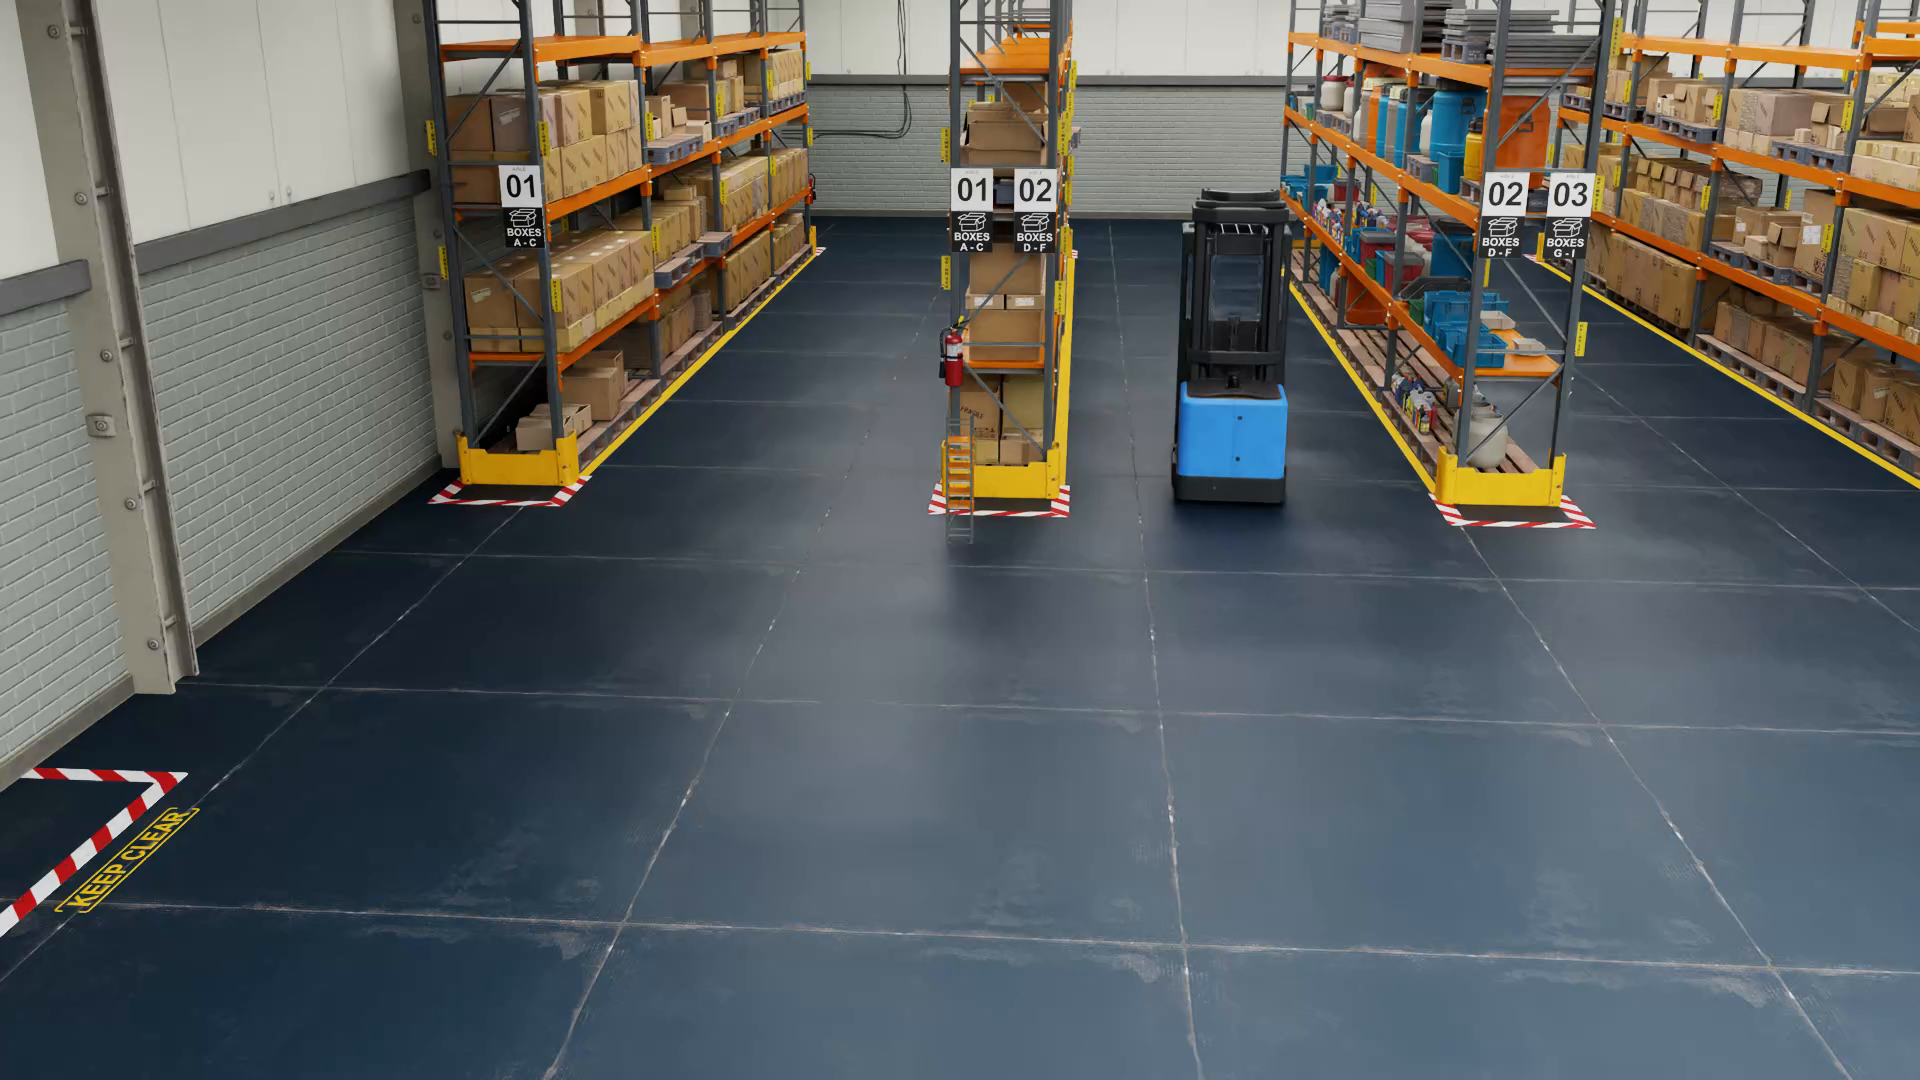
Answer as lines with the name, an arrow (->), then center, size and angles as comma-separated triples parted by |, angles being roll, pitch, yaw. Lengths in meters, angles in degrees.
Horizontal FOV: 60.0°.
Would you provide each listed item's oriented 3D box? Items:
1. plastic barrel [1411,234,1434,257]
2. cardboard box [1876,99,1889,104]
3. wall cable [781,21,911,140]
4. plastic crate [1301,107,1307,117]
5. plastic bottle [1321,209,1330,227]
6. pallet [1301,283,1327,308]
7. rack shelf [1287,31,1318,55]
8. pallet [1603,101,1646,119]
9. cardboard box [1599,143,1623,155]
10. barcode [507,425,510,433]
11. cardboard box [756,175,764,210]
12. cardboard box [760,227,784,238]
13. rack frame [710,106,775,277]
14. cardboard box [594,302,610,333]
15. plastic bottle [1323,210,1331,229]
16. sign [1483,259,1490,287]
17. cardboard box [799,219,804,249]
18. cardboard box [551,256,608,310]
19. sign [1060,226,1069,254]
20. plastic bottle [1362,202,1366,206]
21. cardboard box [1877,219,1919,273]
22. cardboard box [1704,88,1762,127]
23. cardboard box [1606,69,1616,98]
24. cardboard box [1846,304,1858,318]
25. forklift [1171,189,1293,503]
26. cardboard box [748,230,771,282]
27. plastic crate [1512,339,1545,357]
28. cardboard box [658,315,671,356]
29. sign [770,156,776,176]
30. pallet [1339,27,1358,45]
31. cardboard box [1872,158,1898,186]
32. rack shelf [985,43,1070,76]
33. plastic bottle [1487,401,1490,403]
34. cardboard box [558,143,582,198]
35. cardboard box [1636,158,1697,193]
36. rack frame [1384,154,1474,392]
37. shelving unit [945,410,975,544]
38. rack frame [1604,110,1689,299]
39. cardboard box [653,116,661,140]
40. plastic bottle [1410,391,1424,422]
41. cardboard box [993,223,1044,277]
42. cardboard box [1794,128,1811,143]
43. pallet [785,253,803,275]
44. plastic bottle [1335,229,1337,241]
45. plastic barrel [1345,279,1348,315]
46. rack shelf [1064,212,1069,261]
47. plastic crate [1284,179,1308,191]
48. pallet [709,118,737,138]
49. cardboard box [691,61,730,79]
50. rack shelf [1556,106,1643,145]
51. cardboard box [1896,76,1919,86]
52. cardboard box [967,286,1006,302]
plastic barrel -> 5.979, -3.620, 21.264 | 0.433, 0.535, 0.433 | 0, 18, 0
cardboard box -> 16.026, -7.407, 28.461 | 0.500, 0.250, 0.500 | 1, 18, 2
wall cable -> -2.621, -10.108, 36.632 | 3.097, 2.526, 0.112 | 1, 18, 4
plastic crate -> 5.924, -7.224, 28.086 | 0.293, 0.136, 0.466 | 1, 18, 4
plastic bottle -> 5.733, -5.039, 26.009 | 0.152, 0.276, 0.135 | 1, 18, 4
pallet -> 6.115, -3.957, 26.986 | 1.003, 0.211, 1.213 | 1, 18, 4
rack shelf -> 6.356, -8.460, 28.416 | 1.077, 0.370, 4.000 | 1, 18, 4
pallet -> 11.222, -7.047, 27.264 | 1.003, 0.211, 1.213 | 1, 18, 4
cardboard box -> 11.666, -6.921, 30.115 | 0.500, 0.500, 0.500 | 2, 18, 5
barcode -> -4.788, -1.178, 17.624 | 0.001, 0.075, 0.075 | 1, 18, 4
cardboard box -> -3.478, -5.632, 26.951 | 0.500, 0.500, 0.500 | 1, 18, 4
cardboard box -> -3.307, -5.394, 29.192 | 0.380, 0.149, 0.250 | 2, 18, 6
rack frame -> -3.669, -5.742, 27.955 | 1.000, 3.000, 0.127 | 1, 18, 4
cardboard box -> -4.112, -2.417, 18.018 | 0.500, 0.250, 0.500 | 1, 18, 3
plastic bottle -> 5.716, -4.967, 25.789 | 0.152, 0.276, 0.135 | 1, 18, 4
sign -> 6.187, -3.152, 19.606 | 0.100, 0.325, 0.005 | 1, 18, 4
cardboard box -> -3.333, -5.776, 31.400 | 0.700, 0.500, 0.500 | 1, 18, 4
cardboard box -> -4.107, -2.764, 17.874 | 0.500, 0.500, 0.500 | 1, 18, 2
sign -> 1.252, -3.585, 19.855 | 0.100, 0.325, 0.005 | 1, 18, 4
plastic bottle -> 6.506, -5.332, 26.904 | 0.152, 0.276, 0.135 | 1, 18, 4
cardboard box -> 10.222, -3.145, 17.785 | 0.500, 0.500, 0.500 | 1, 18, 4
cardboard box -> 10.838, -6.033, 23.186 | 0.797, 0.503, 0.637 | 2, 18, 7
cardboard box -> 11.371, -7.700, 28.120 | 0.700, 0.500, 0.500 | 2, 18, 6
cardboard box -> 10.242, -2.590, 18.741 | 0.380, 0.149, 0.250 | 1, 18, 4
forklift -> 2.800, -2.166, 17.154 | 1.130, 2.935, 3.031 | 2, 18, 7
cardboard box -> -3.586, -4.715, 27.599 | 0.750, 0.750, 0.750 | 1, 18, 5
plastic crate -> 5.737, -1.939, 16.773 | 0.298, 0.136, 0.250 | 1, 18, 4
cardboard box -> -4.220, -2.669, 21.885 | 0.700, 0.500, 0.500 | 1, 18, 3
sign -> -3.127, -6.245, 27.759 | 0.100, 0.325, 0.005 | 1, 18, 4
pallet -> 6.008, -7.072, 23.328 | 1.213, 0.211, 1.003 | 1, 18, 4
cardboard box -> 10.258, -3.981, 18.005 | 0.500, 0.250, 0.500 | 1, 18, 3
rack shelf -> 0.842, -6.088, 21.174 | 1.077, 0.370, 4.000 | 1, 18, 4
plastic bottle -> 5.825, -1.400, 18.379 | 0.097, 0.271, 0.097 | 0, 18, 0
cardboard box -> -4.182, -3.761, 16.902 | 0.500, 0.500, 0.500 | 2, 18, 8
cardboard box -> 11.115, -5.735, 26.165 | 0.797, 0.503, 0.637 | 1, 18, 2
rack frame -> 5.639, -3.036, 19.697 | 1.000, 3.000, 0.127 | 1, 18, 4
shelving unit -> -0.001, -0.566, 15.049 | 0.258, 1.200, 0.189 | 1, 18, 4
rack frame -> 11.152, -5.410, 26.943 | 1.000, 3.000, 0.127 | 1, 18, 4
cardboard box -> -4.080, -5.199, 20.950 | 0.500, 0.311, 0.500 | 2, 18, 6
plastic bottle -> 5.110, -1.496, 18.546 | 0.144, 0.351, 0.185 | 2, 18, 6
cardboard box -> 0.529, -3.050, 17.498 | 0.700, 0.500, 0.500 | 1, 18, 4
cardboard box -> 10.614, -5.024, 20.648 | 0.380, 0.166, 0.250 | 1, 18, 2
pallet -> -3.452, -5.031, 30.264 | 1.003, 0.211, 1.213 | 1, 18, 4
plastic bottle -> 5.593, -4.517, 24.536 | 0.097, 0.201, 0.097 | 0, 18, 0
plastic barrel -> 5.895, -3.625, 24.817 | 0.421, 0.512, 0.421 | 0, 18, 0
rack shelf -> 1.128, -4.669, 25.837 | 1.077, 0.370, 4.000 | 1, 18, 4
plastic crate -> 6.106, -6.438, 30.253 | 0.416, 0.233, 0.300 | 1, 18, 4
pallet -> -3.963, -6.036, 24.340 | 1.213, 0.211, 1.003 | 2, 18, 6
cardboard box -> -3.888, -7.338, 25.938 | 0.500, 0.250, 0.500 | 1, 18, 2
rack shelf -> 11.296, -7.115, 28.483 | 1.077, 0.370, 4.000 | 1, 18, 4
cardboard box -> 15.988, -7.714, 27.955 | 0.380, 0.149, 0.250 | 2, 18, 6
cardboard box -> 0.266, -2.465, 16.754 | 0.380, 0.149, 0.250 | 2, 18, 5
